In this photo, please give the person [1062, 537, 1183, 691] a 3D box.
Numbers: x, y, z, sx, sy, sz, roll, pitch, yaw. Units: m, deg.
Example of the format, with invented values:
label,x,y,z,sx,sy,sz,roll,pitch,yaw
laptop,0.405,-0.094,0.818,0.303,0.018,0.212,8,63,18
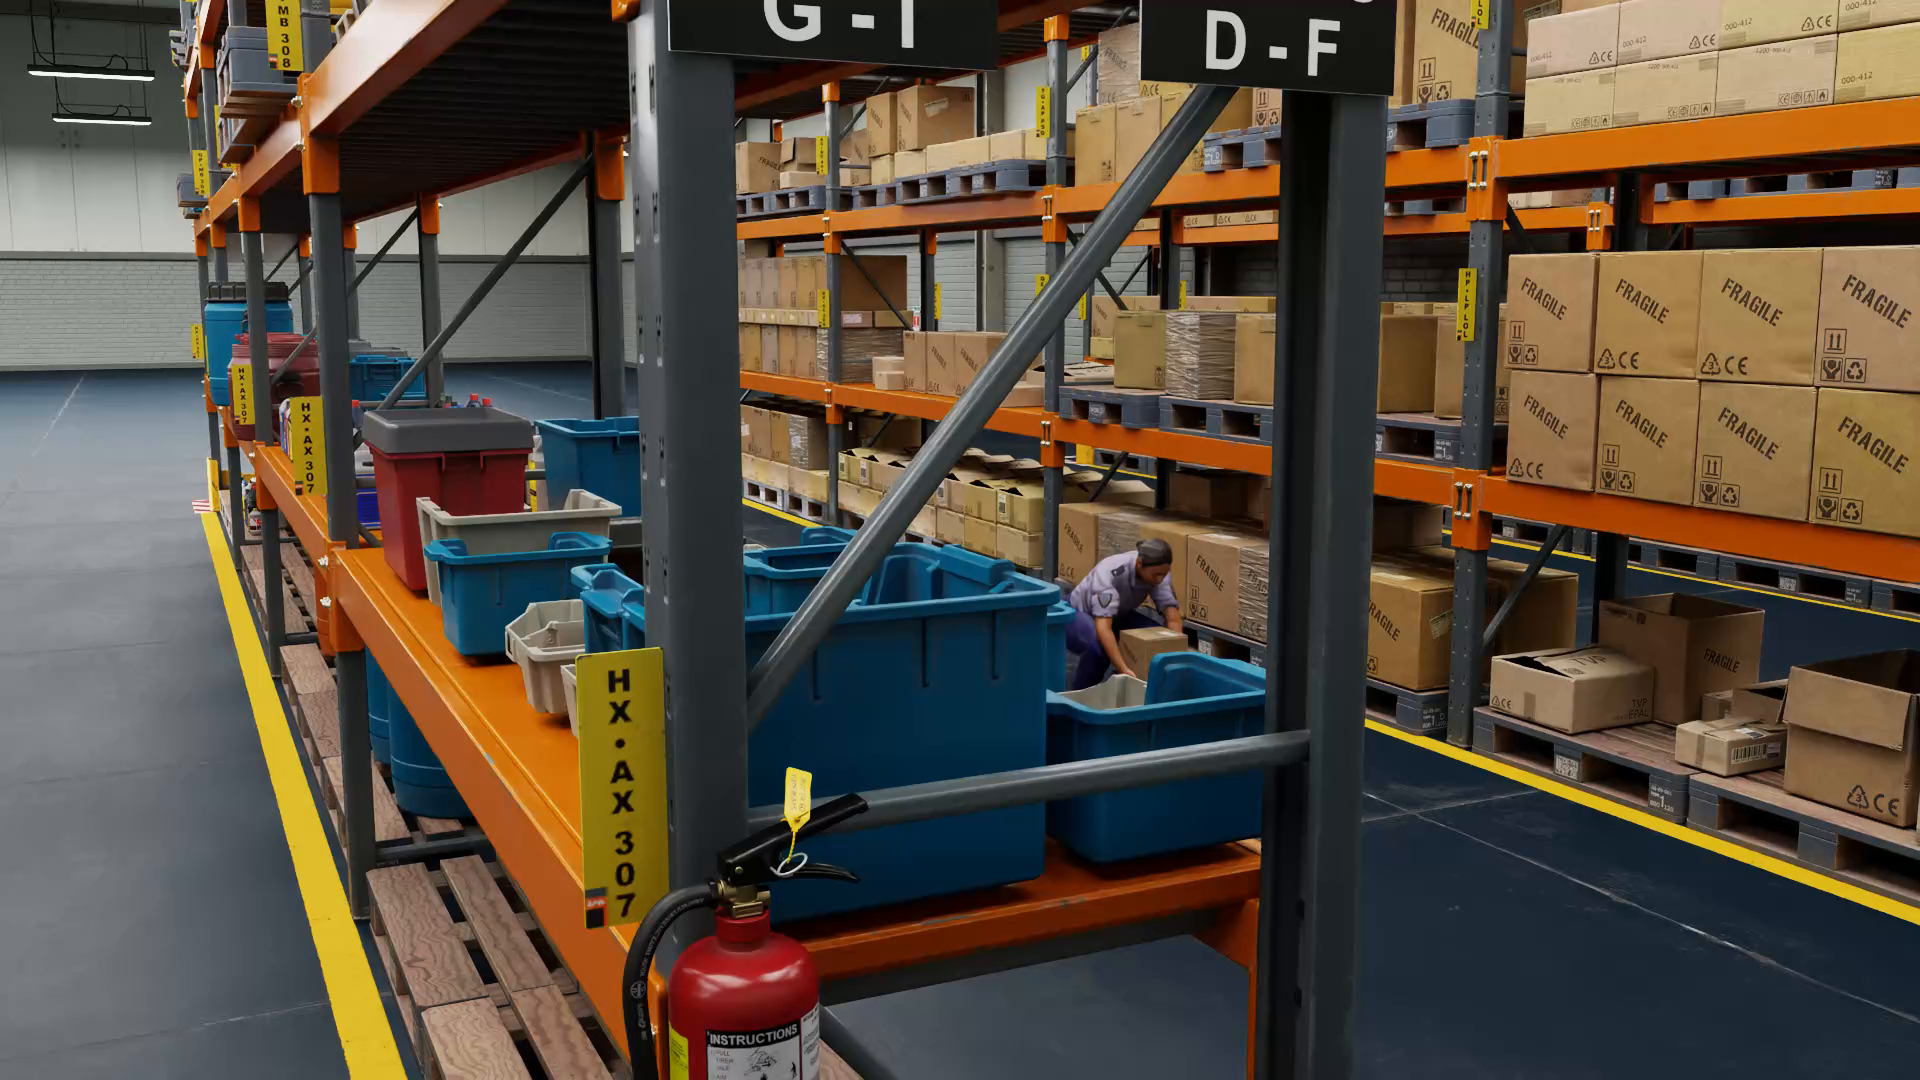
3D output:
label,x,y,z,sx,sy,sz,roll,pitch,yaw
person,0.834,0.420,8.626,0.520,0.910,0.832,-4,10,-26
